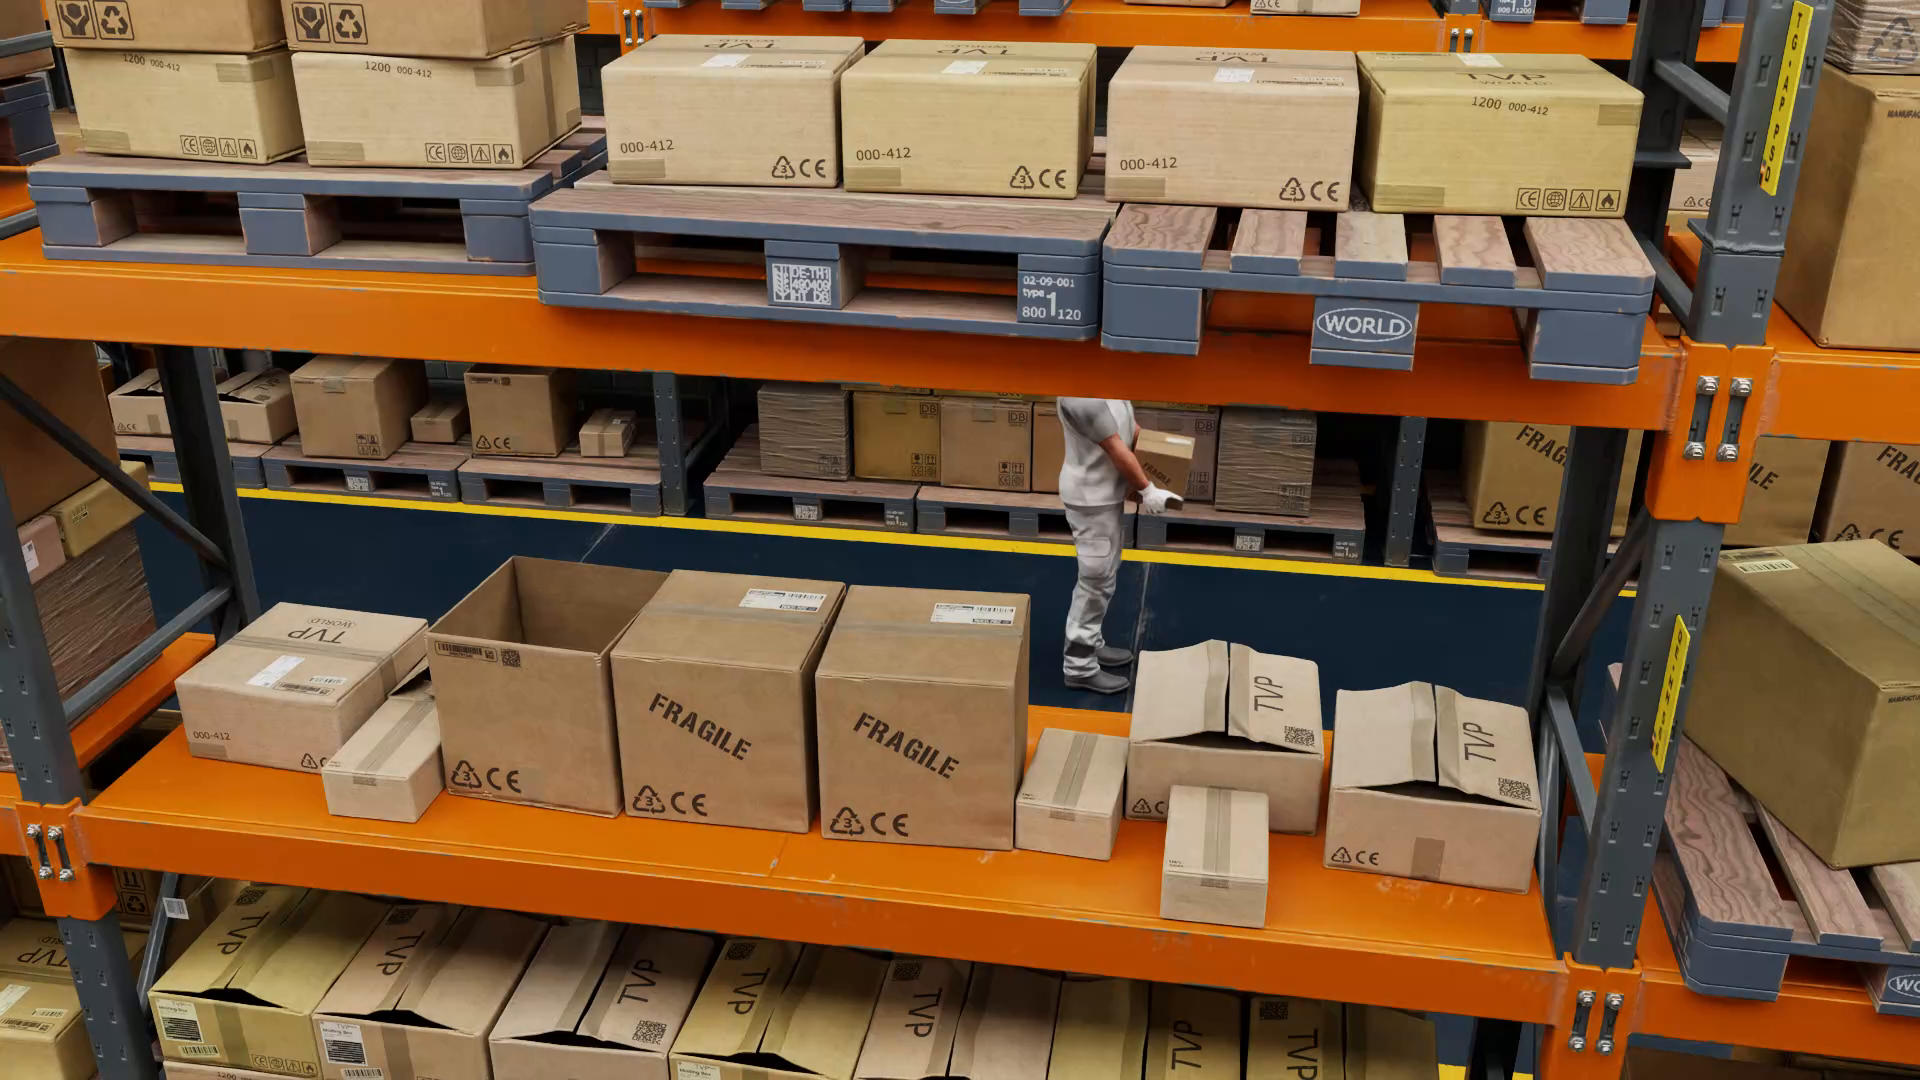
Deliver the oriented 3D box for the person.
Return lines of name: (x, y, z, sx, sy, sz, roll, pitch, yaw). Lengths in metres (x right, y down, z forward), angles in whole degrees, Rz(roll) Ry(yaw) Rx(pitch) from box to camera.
person: (0.715, -0.182, 7.416, 0.566, 1.784, 0.494, 4, 25, 9)
